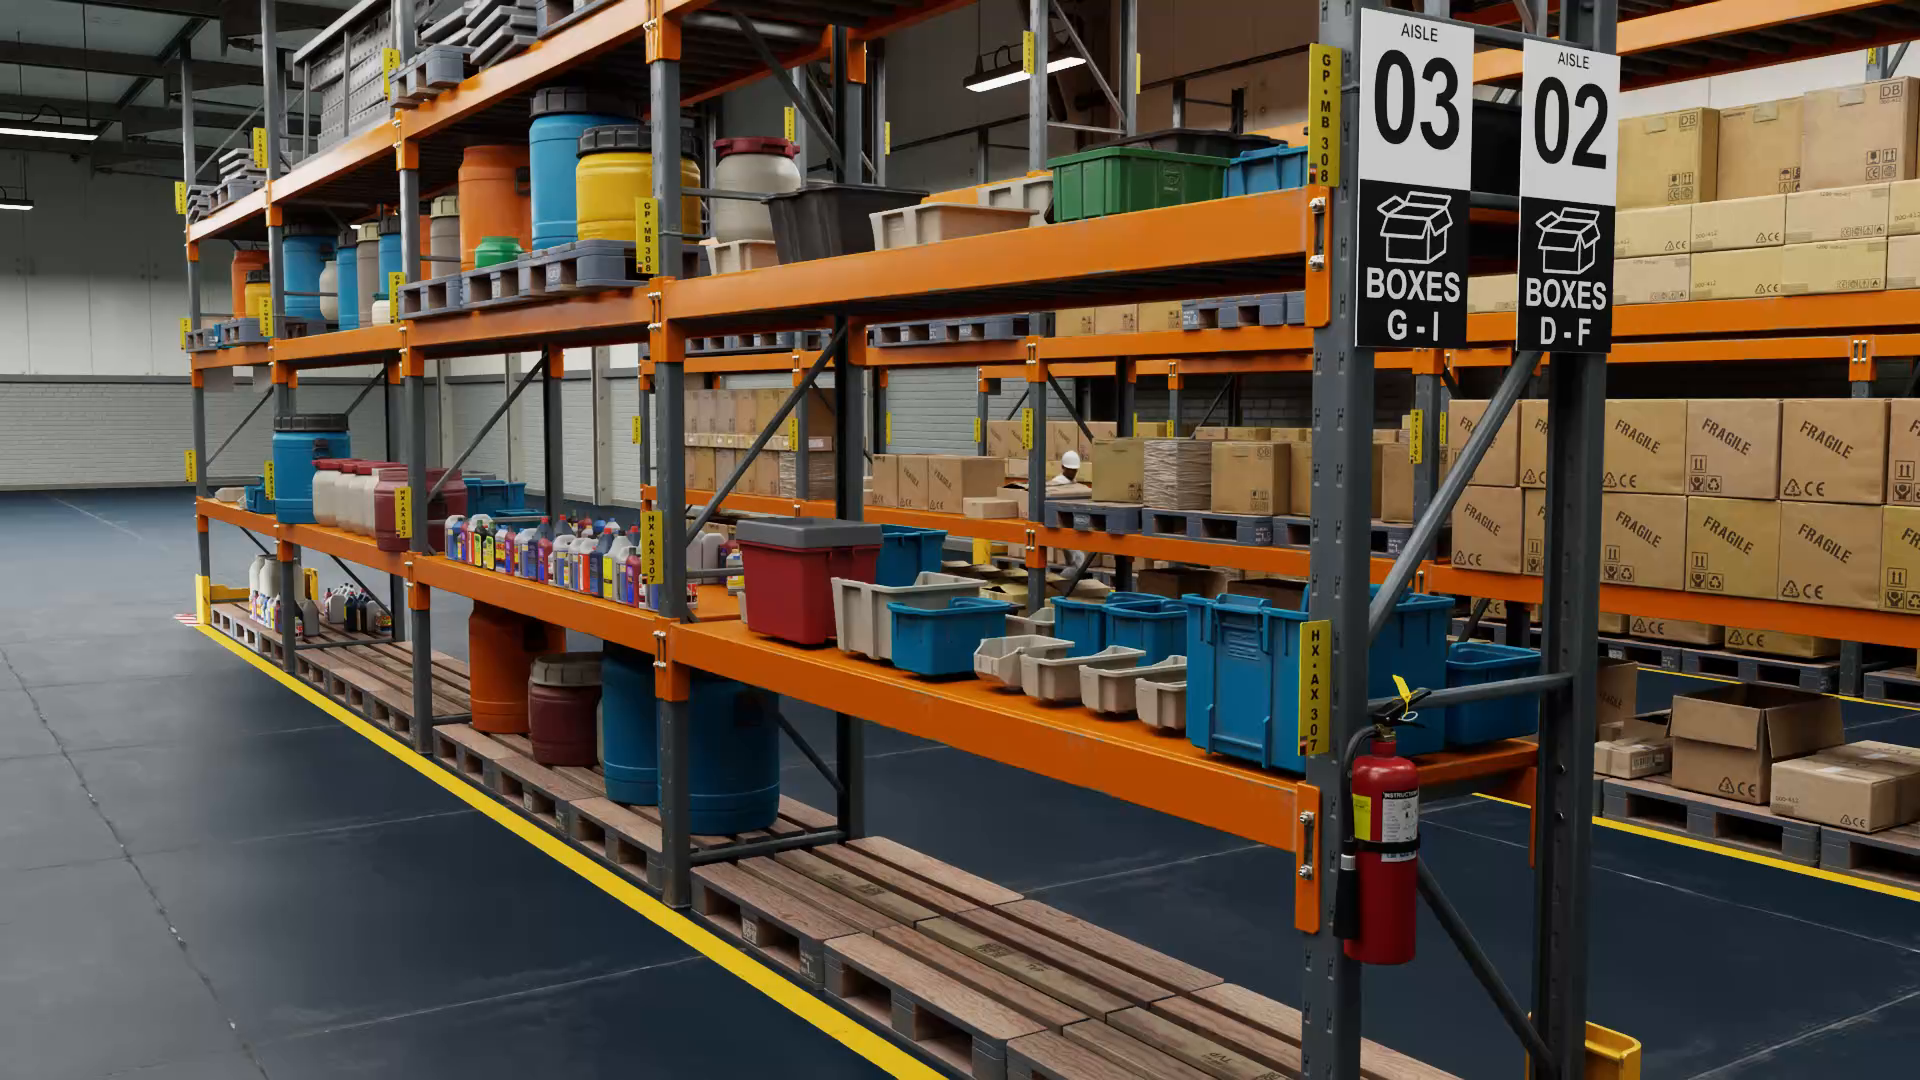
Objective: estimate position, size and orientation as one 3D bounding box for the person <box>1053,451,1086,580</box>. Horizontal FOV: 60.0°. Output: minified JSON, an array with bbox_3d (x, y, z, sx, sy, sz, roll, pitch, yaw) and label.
[{"bbox_3d":[1.164,-0.075,17.809,0.477,1.763,0.627,1,5,16],"label":"person"}]
